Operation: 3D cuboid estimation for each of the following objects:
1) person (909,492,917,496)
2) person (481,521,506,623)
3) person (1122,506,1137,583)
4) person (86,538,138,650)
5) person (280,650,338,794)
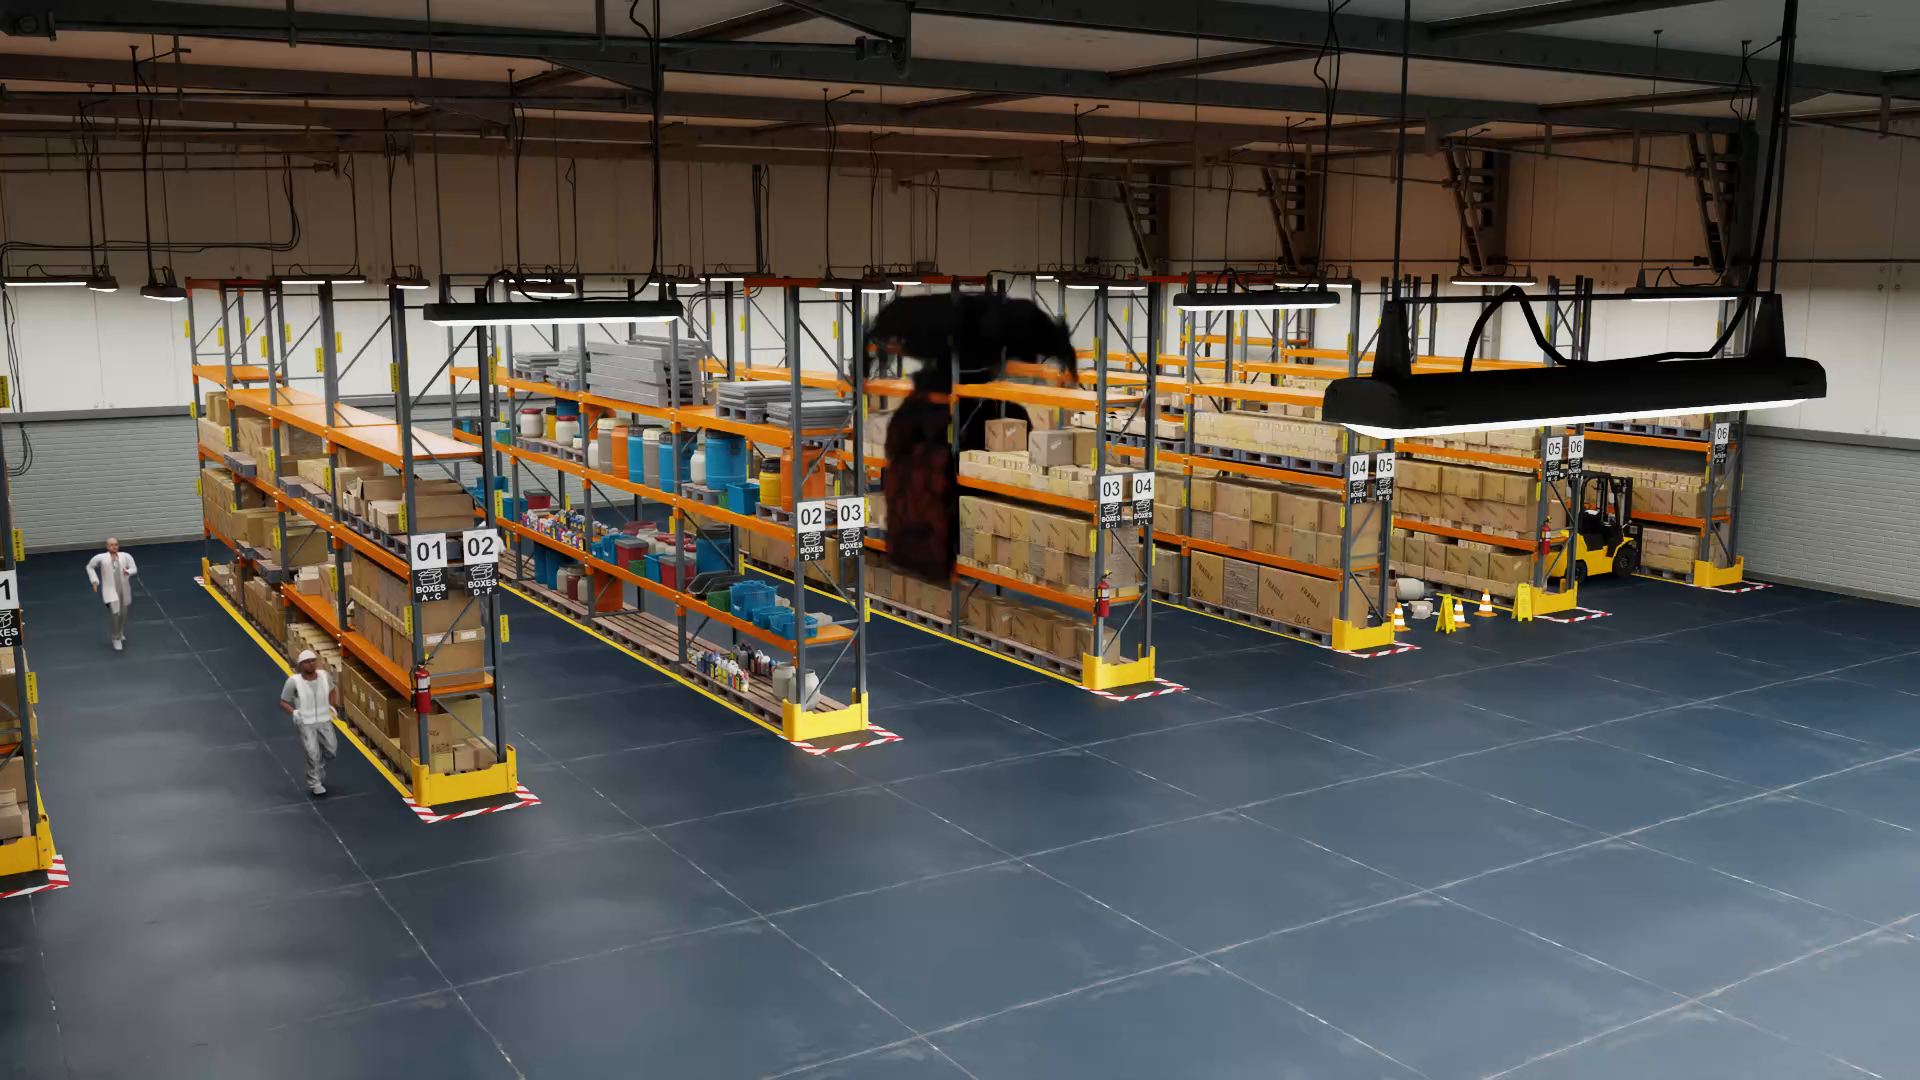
[{"bbox_3d":[-0.899,-0.177,33.247,0.611,1.567,0.648,-5,11,-28],"label":"person"},{"bbox_3d":[-8.366,0.550,29.493,0.672,1.824,0.766,-8,12,-39],"label":"person"},{"bbox_3d":[2.997,0.170,30.196,0.562,1.744,0.690,-7,12,-37],"label":"person"},{"bbox_3d":[-13.944,0.881,27.467,0.835,1.851,0.672,9,13,43],"label":"person"},{"bbox_3d":[-7.731,2.173,19.878,0.678,1.733,0.573,-8,12,-40],"label":"person"}]
